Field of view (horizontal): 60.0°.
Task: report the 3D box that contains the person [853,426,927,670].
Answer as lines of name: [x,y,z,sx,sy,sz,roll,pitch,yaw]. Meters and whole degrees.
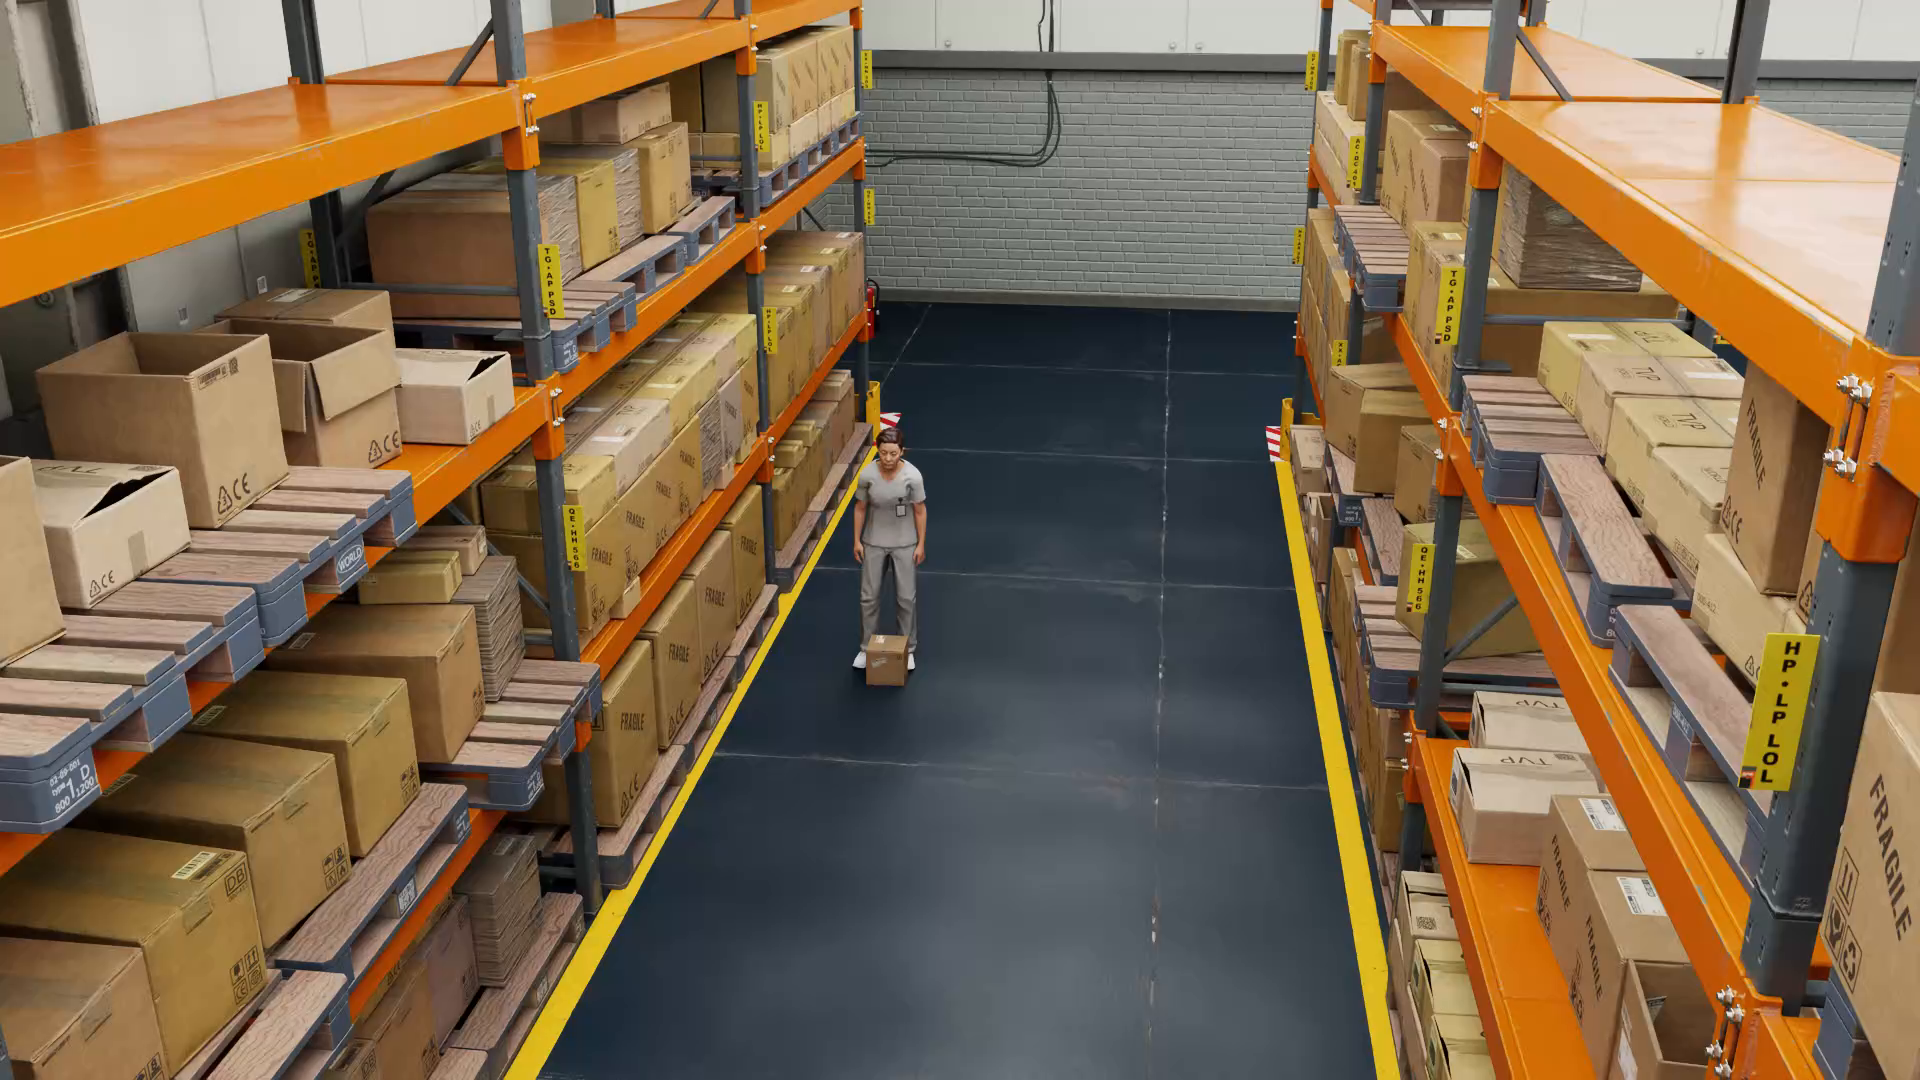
person: [-0.465,0.045,10.977,0.488,1.667,0.360,2,21,5]
